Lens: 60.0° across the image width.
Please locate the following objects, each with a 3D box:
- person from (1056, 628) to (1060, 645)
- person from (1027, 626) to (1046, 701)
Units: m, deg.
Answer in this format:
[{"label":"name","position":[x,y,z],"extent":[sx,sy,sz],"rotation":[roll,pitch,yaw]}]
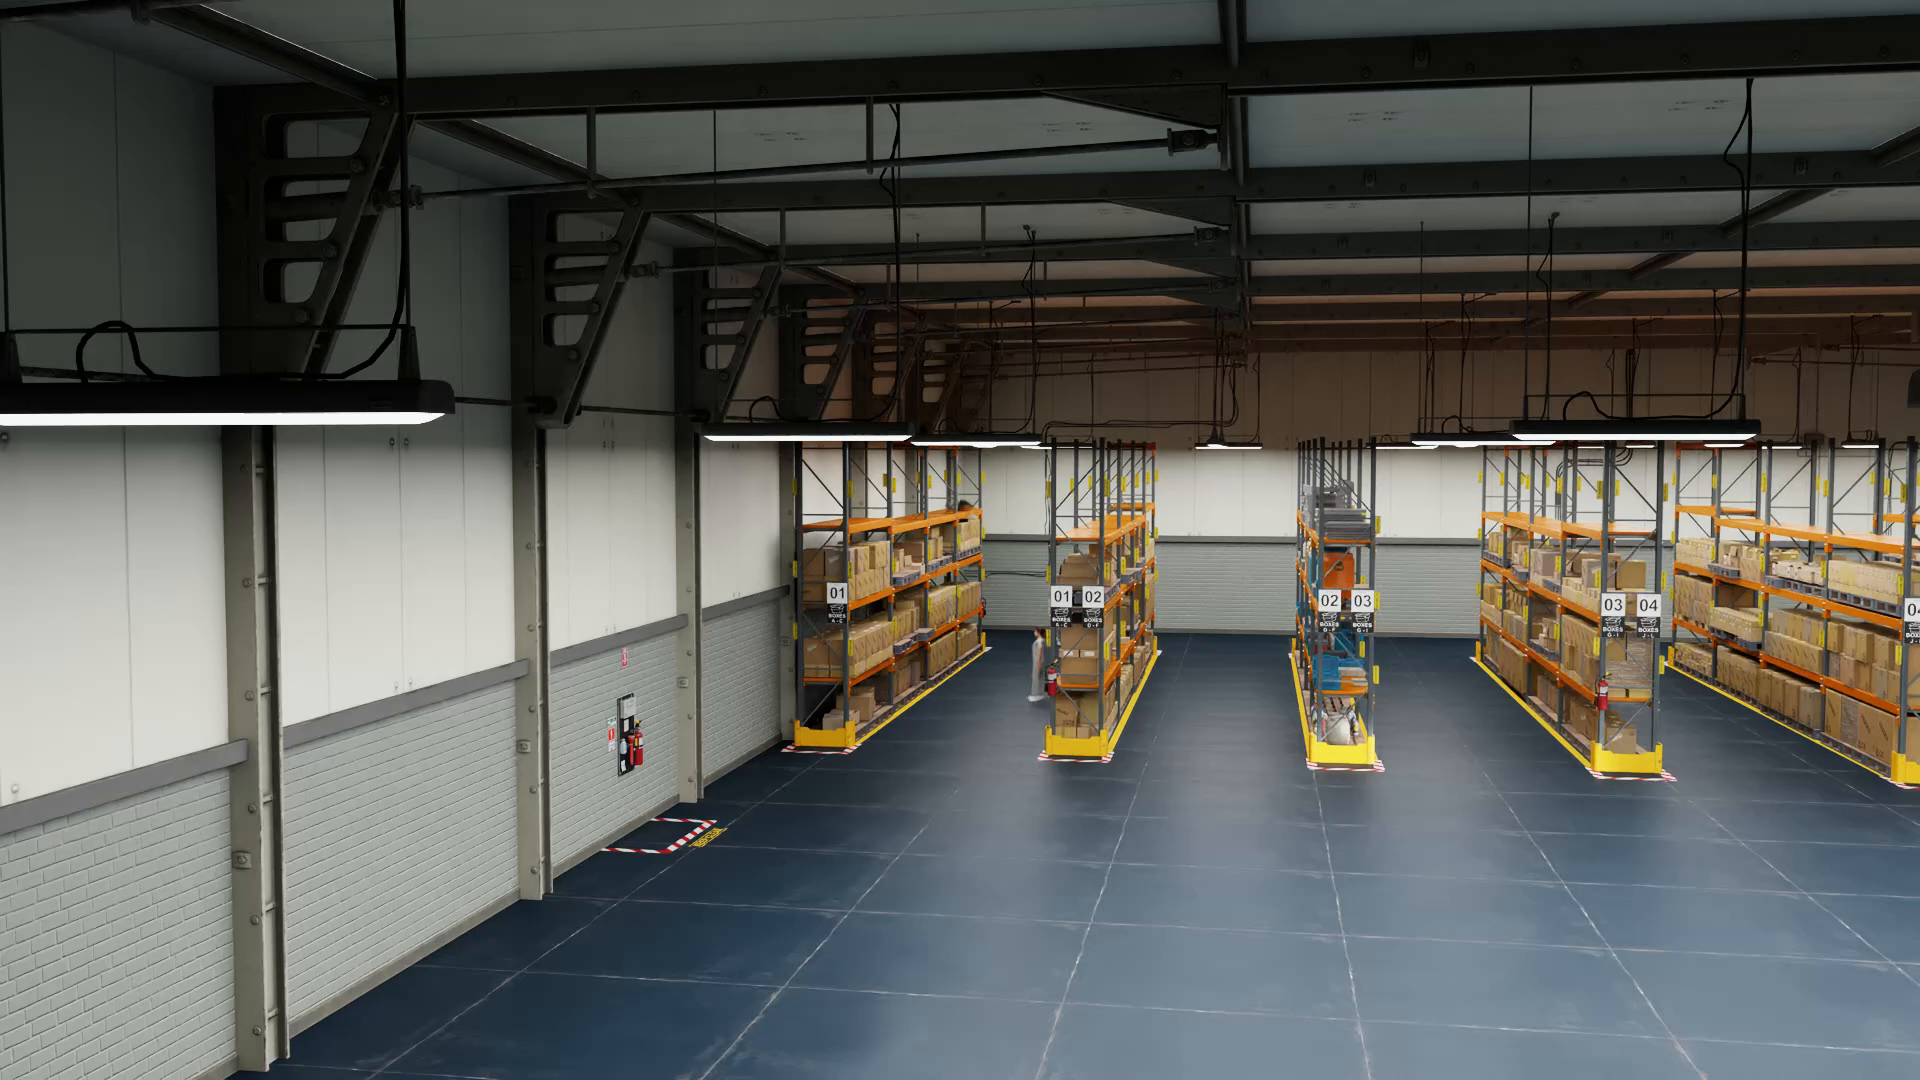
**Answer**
[{"label":"person","position":[3.007,2.340,49.235],"extent":[0.440,1.605,0.470],"rotation":[0,3,-4]},{"label":"person","position":[1.790,2.857,38.490],"extent":[0.413,1.705,0.579],"rotation":[1,3,10]}]
